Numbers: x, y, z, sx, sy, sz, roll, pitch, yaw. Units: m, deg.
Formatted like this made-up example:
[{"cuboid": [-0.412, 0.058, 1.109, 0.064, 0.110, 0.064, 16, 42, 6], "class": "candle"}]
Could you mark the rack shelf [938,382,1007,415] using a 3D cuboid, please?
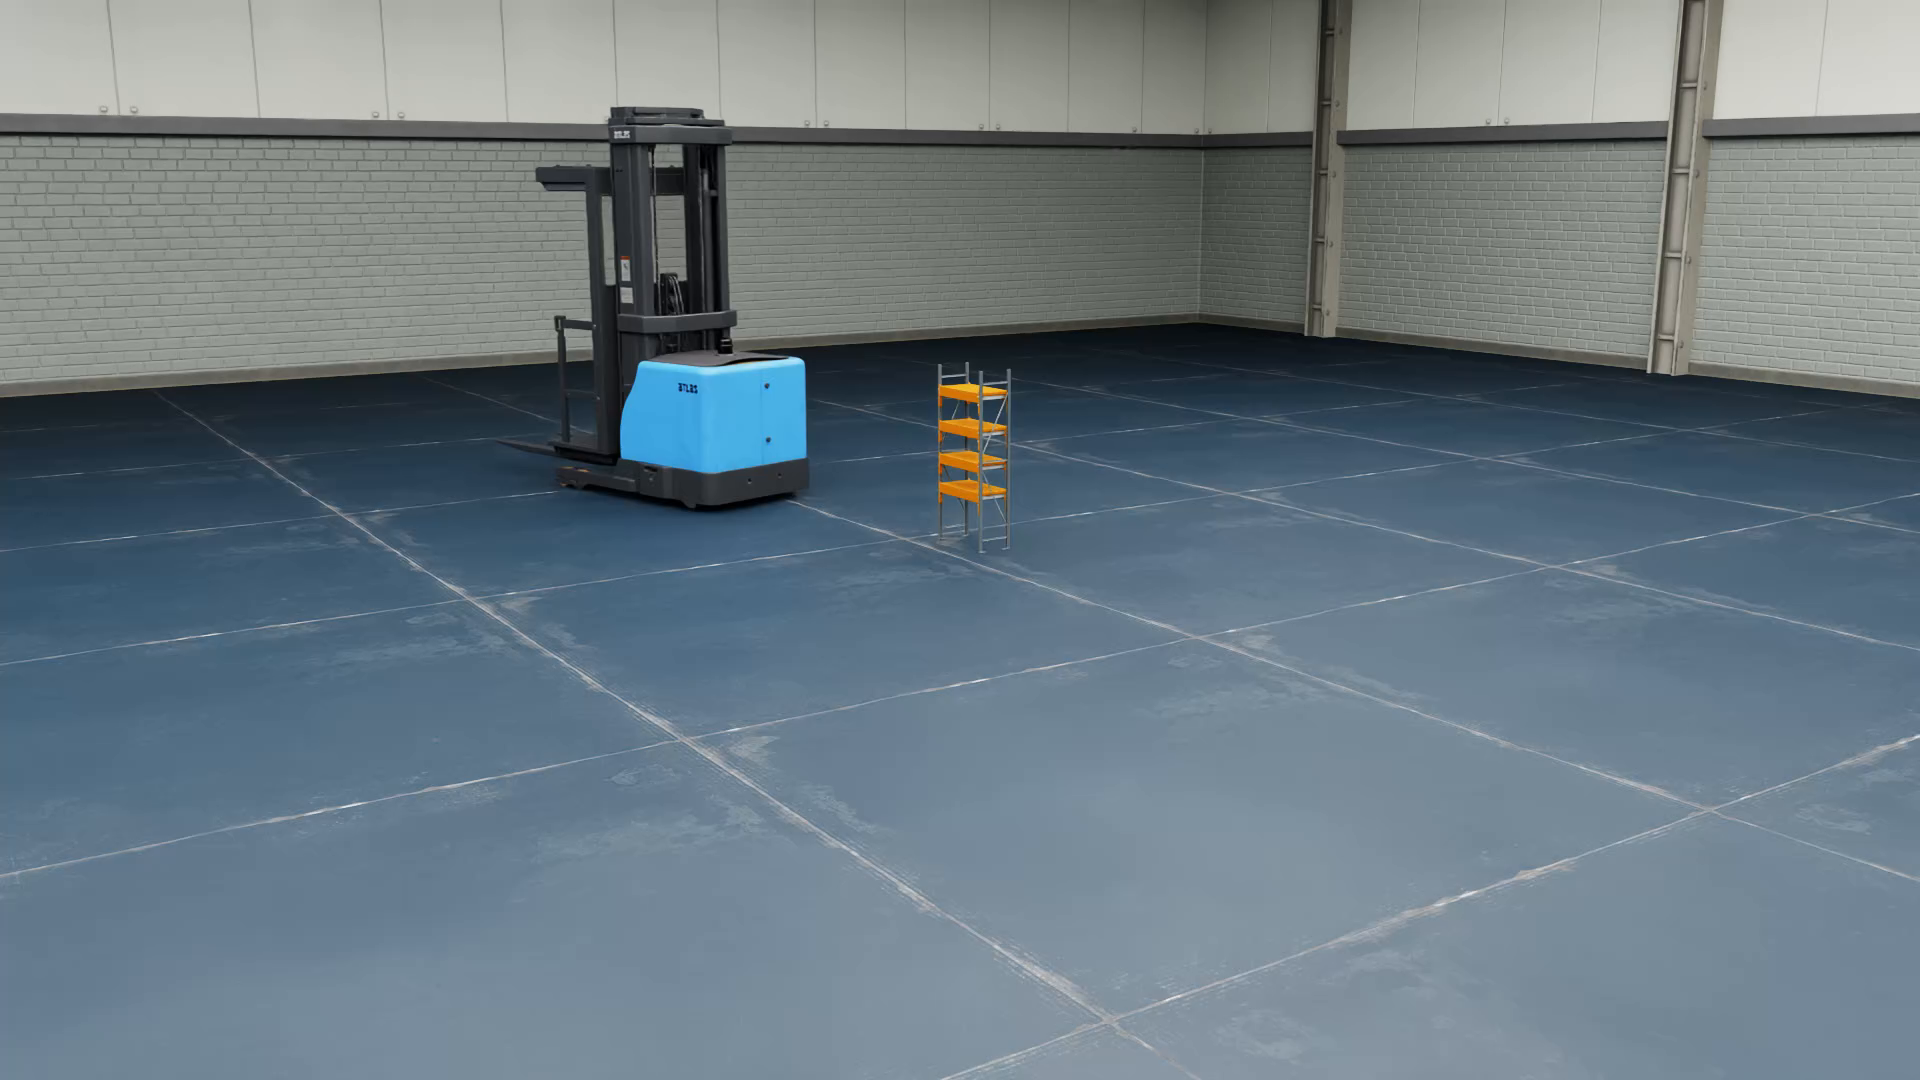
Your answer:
[{"cuboid": [0.092, -0.941, 11.015, 0.258, 0.148, 0.480, -8, 15, -33], "class": "rack shelf"}]

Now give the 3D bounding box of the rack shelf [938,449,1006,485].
[{"cuboid": [0.092, -0.491, 11.113, 0.258, 0.148, 0.480, -8, 15, -33], "class": "rack shelf"}]

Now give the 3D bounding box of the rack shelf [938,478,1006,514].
[{"cuboid": [0.092, -0.297, 11.156, 0.258, 0.148, 0.480, -8, 15, -33], "class": "rack shelf"}]

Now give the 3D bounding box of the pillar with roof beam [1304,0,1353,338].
[{"cuboid": [2.016, -7.055, 22.559, 9.100, 9.000, 0.400, -8, 15, -33], "class": "pillar with roof beam"}]

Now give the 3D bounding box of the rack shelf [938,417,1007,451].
[{"cuboid": [0.092, -0.710, 11.066, 0.258, 0.148, 0.480, -8, 15, -33], "class": "rack shelf"}]

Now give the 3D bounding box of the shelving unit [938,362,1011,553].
[{"cuboid": [0.092, -0.557, 11.099, 0.258, 1.200, 0.503, -8, 15, -33], "class": "shelving unit"}]

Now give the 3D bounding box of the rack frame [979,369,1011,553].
[{"cuboid": [0.227, -0.513, 10.901, 0.240, 1.200, 0.015, -8, 15, -33], "class": "rack frame"}]

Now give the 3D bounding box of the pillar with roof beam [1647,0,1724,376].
[{"cuboid": [5.341, -5.988, 17.679, 9.100, 9.000, 0.400, -8, 15, -33], "class": "pillar with roof beam"}]

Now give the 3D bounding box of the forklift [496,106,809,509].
[{"cuboid": [-2.608, -1.902, 13.201, 3.031, 2.935, 1.130, 11, 16, 40], "class": "forklift"}]

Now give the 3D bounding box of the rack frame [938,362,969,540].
[{"cuboid": [-0.043, -0.600, 11.297, 0.240, 1.200, 0.015, -8, 15, -33], "class": "rack frame"}]
